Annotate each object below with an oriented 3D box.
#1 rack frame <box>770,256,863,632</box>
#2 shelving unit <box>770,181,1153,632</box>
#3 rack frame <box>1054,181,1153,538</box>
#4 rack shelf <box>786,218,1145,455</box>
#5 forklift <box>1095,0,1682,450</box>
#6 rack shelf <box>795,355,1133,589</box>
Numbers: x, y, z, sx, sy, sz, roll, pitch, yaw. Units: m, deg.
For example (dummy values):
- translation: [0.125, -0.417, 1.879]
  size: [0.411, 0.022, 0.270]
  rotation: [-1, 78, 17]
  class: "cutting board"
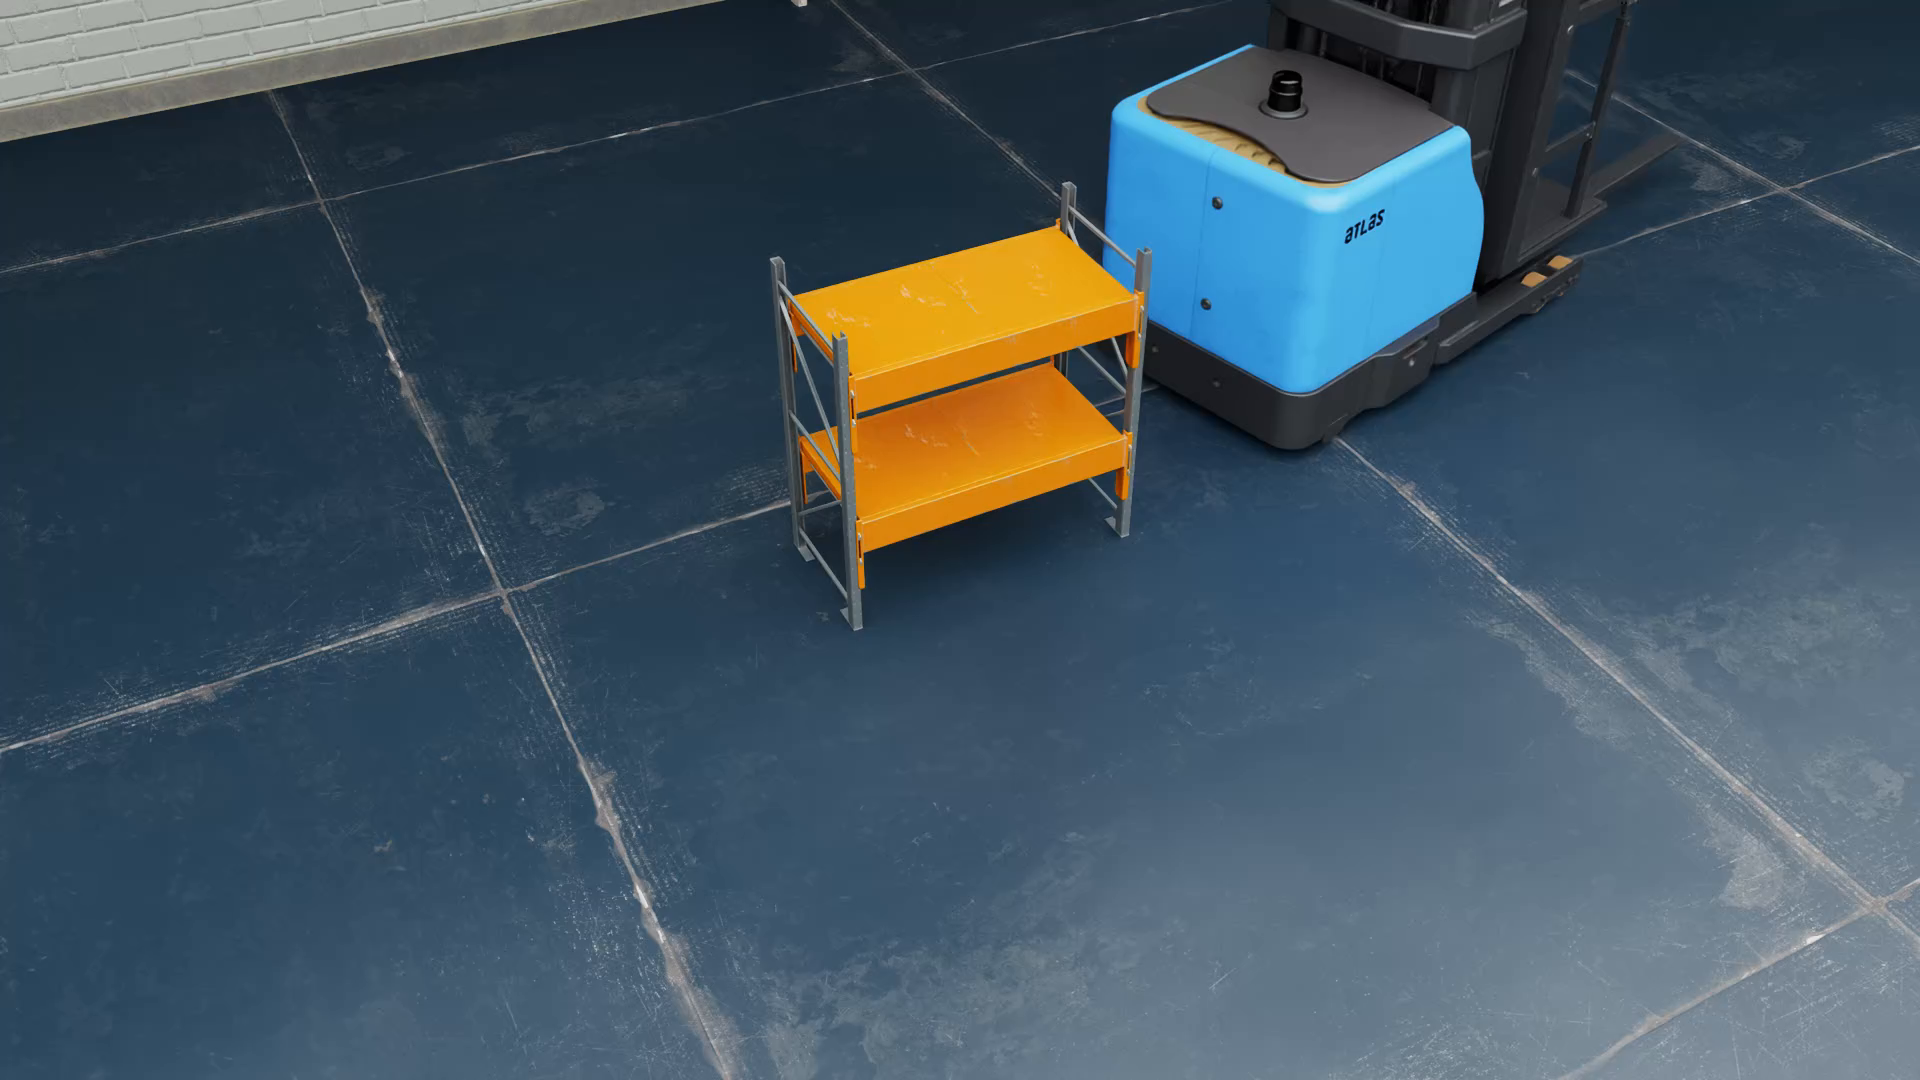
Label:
- translation: [-0.445, -0.280, 5.210]
  size: [0.032, 1.125, 0.500]
  rotation: [-19, 44, -21]
  class: "rack frame"
- translation: [0.006, -0.431, 5.389]
  size: [1.048, 1.125, 0.538]
  rotation: [-19, 44, -21]
  class: "shelving unit"
- translation: [0.457, -0.583, 5.568]
  size: [0.032, 1.125, 0.500]
  rotation: [-19, 44, -21]
  class: "rack frame"
- translation: [0.006, -0.655, 5.200]
  size: [1.000, 0.278, 0.538]
  rotation: [-19, 44, -21]
  class: "rack shelf"
- translation: [1.951, -2.275, 6.169]
  size: [3.031, 2.935, 1.130]
  rotation: [-31, 49, -31]
  class: "forklift"
- translation: [0.006, -0.245, 5.547]
  size: [1.000, 0.278, 0.538]
  rotation: [-19, 44, -21]
  class: "rack shelf"
